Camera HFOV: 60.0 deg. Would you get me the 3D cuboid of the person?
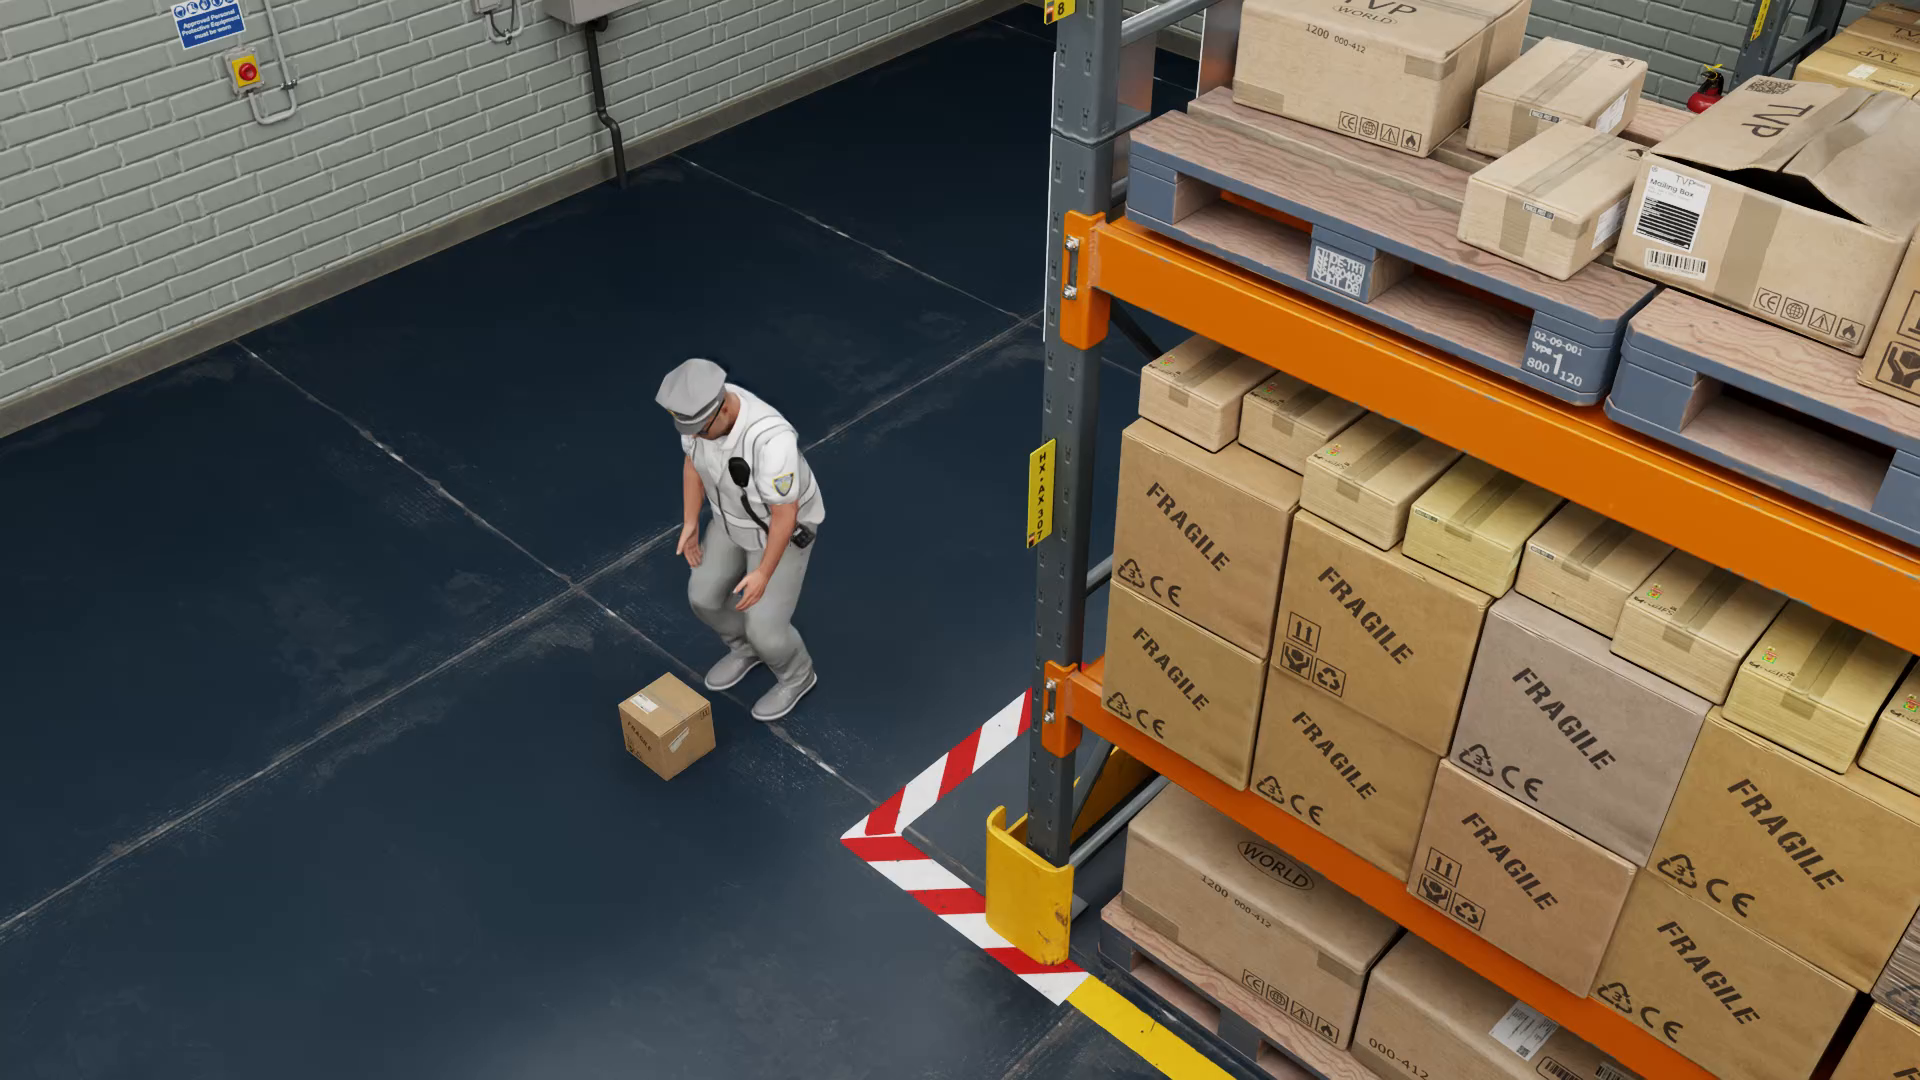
[{"bbox_3d":[-0.793,-0.017,6.275,0.575,1.633,0.609,31,48,32],"label":"person"}]
